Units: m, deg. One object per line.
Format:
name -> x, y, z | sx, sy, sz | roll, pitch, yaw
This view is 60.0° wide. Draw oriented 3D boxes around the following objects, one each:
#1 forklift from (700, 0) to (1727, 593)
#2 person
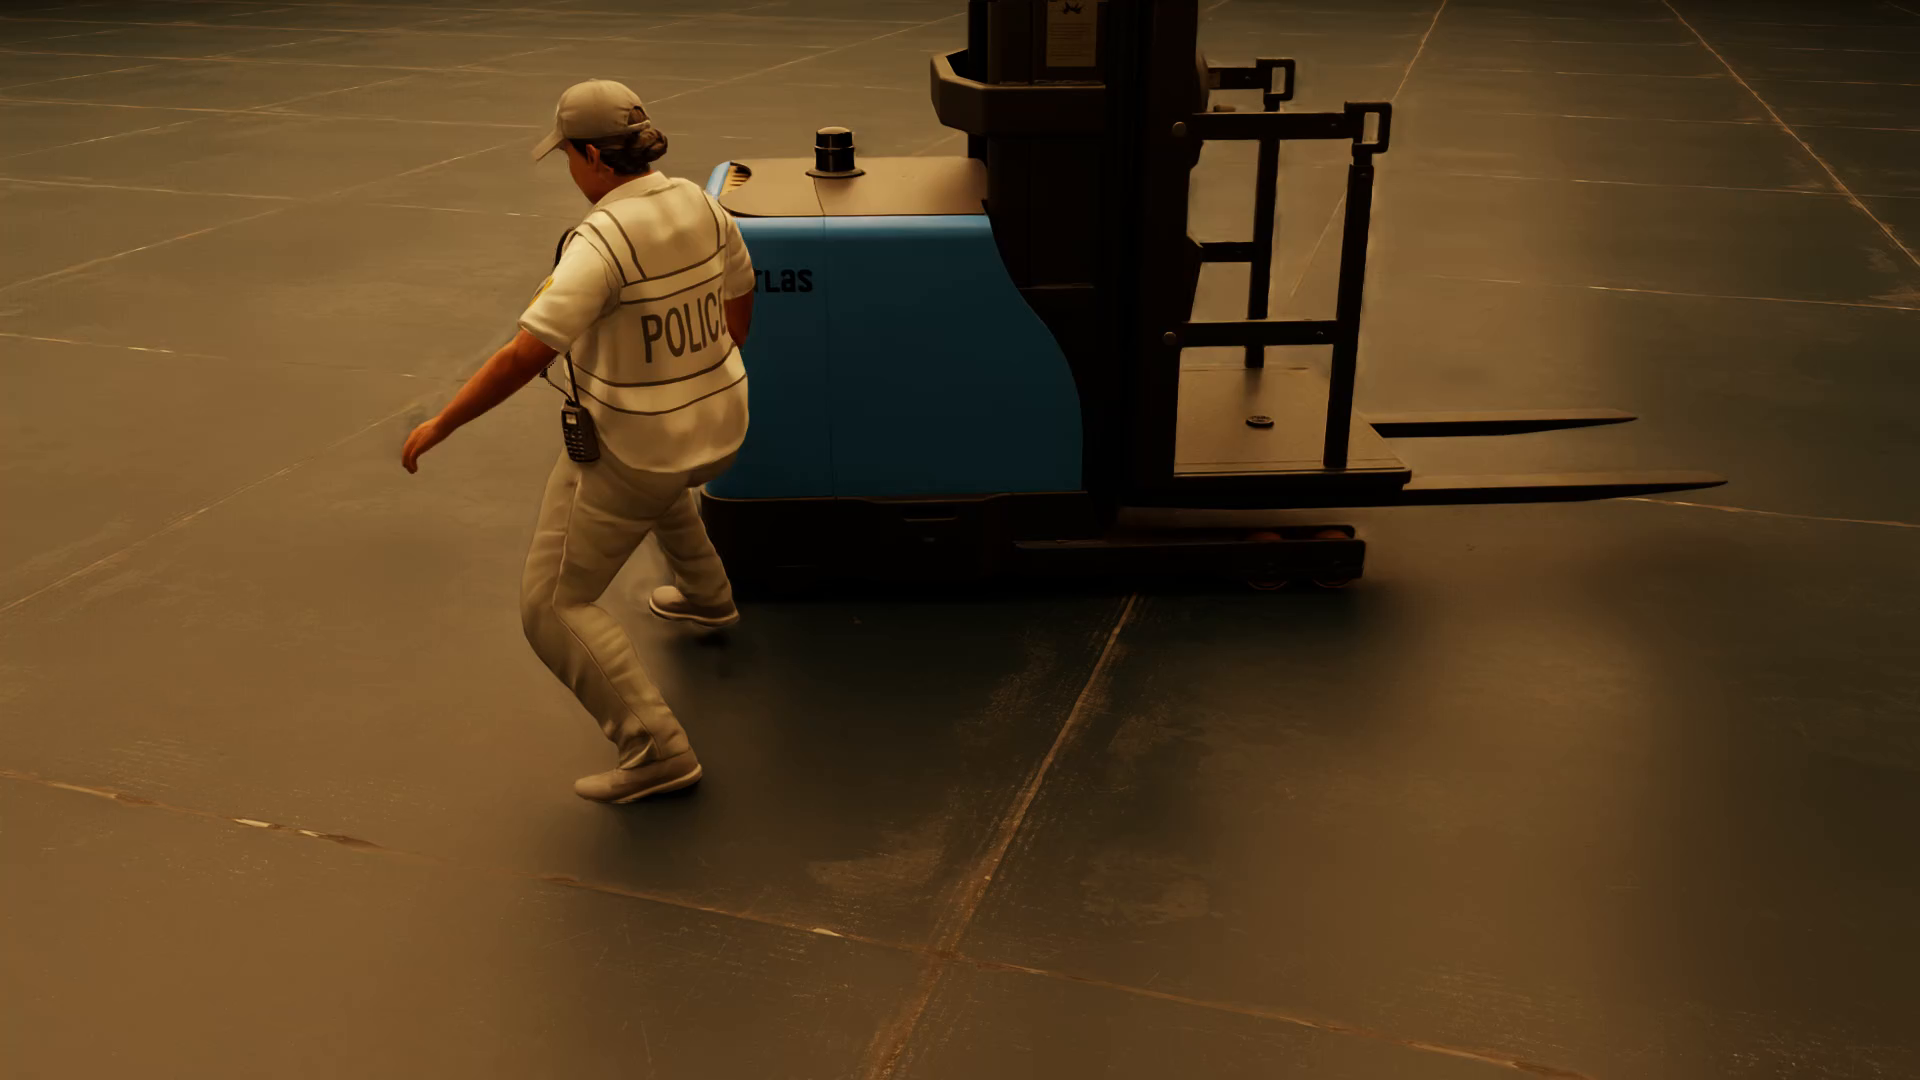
forklift -> 0.756, -1.410, 4.695 | 3.031, 2.935, 1.130 | -1, 22, -4
person -> -0.762, -0.261, 3.809 | 0.699, 1.545, 0.909 | 14, 26, 31
